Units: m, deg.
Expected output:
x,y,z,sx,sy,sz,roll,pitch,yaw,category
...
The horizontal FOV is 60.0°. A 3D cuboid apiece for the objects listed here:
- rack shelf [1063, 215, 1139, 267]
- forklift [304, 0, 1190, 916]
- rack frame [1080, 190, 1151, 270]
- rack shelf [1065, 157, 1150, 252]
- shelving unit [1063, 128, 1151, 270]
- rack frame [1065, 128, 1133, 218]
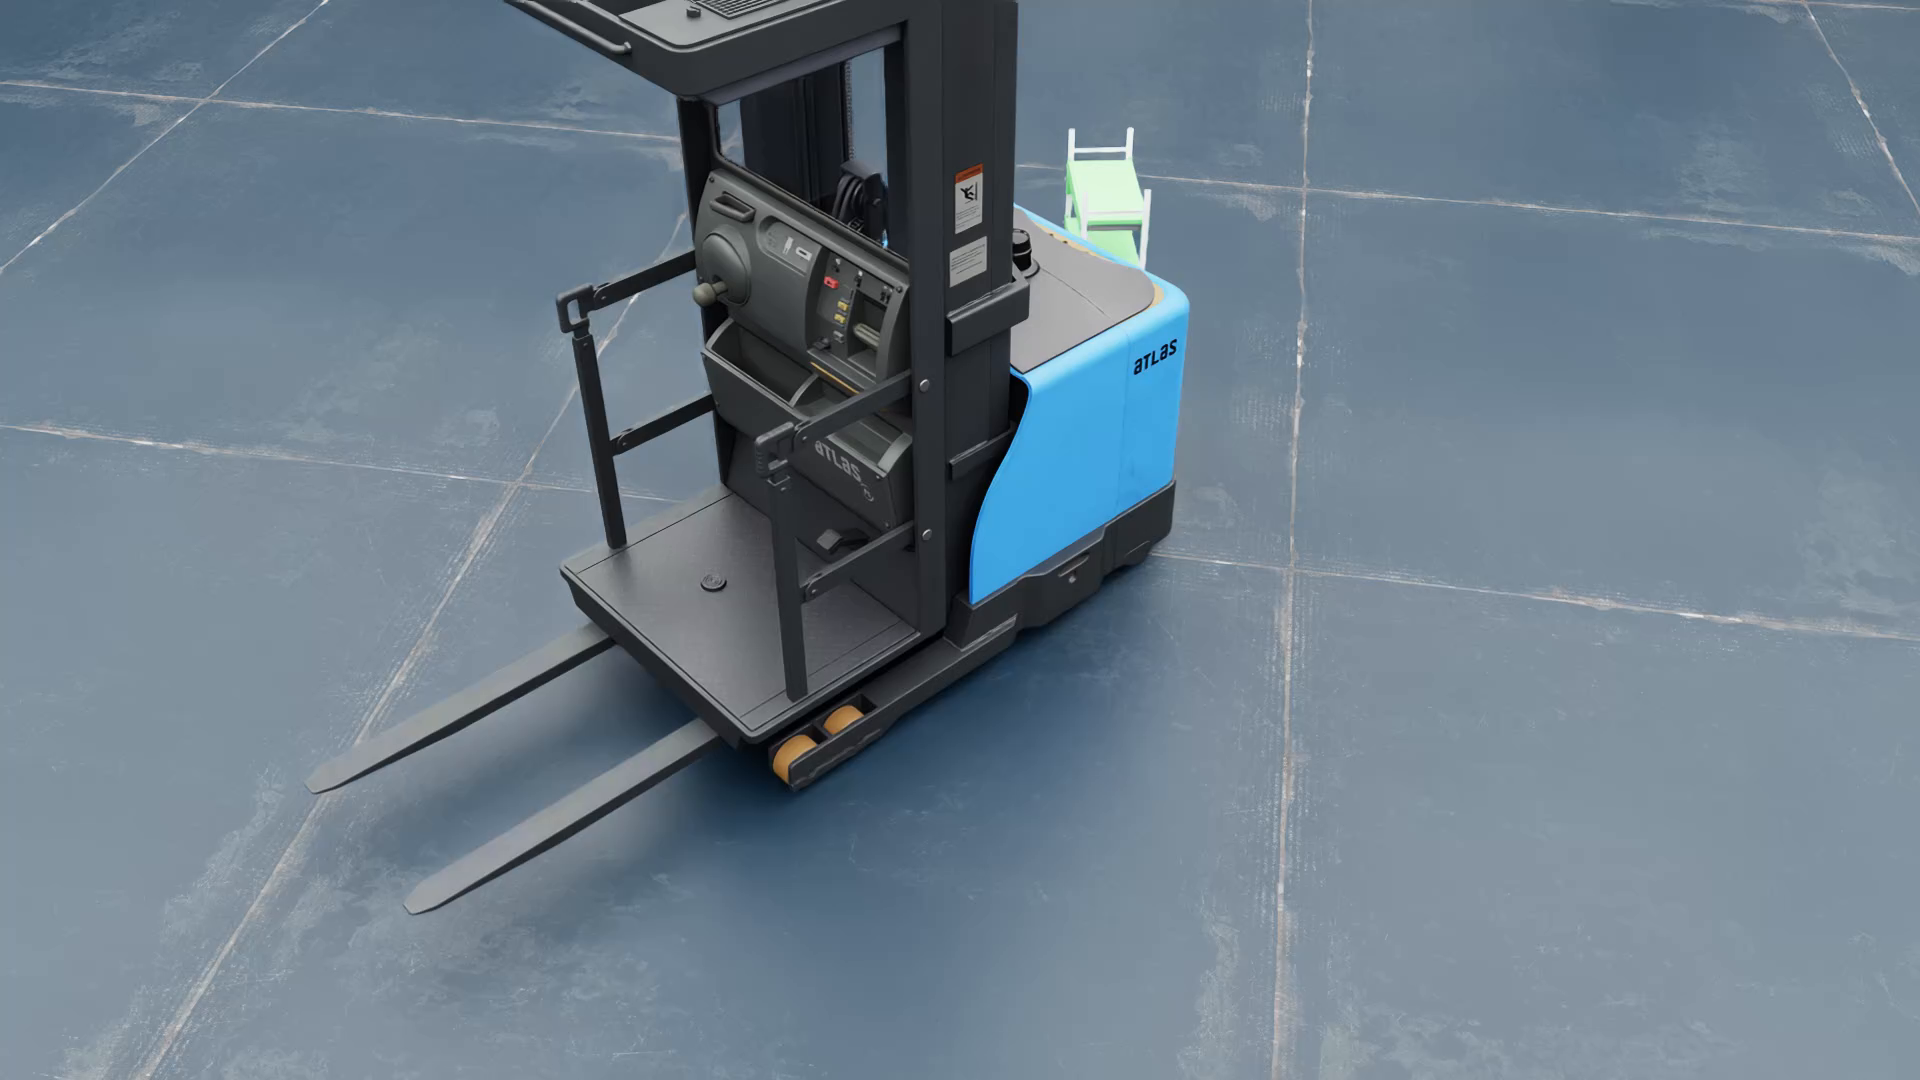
x,y,z,sx,sy,sz,roll,pitch,yaw,category
0.541,-1.055,6.308,0.258,0.148,0.480,-2,40,-2,rack shelf
-0.639,-0.720,4.821,3.031,2.935,1.130,-30,48,-31,forklift
0.552,-0.764,6.232,0.240,1.200,0.015,-2,40,-2,rack frame
0.541,-1.240,6.155,0.258,0.148,0.480,-2,40,-2,rack shelf
0.541,-0.919,6.420,0.258,1.200,0.503,-2,40,-2,shelving unit
0.529,-1.075,6.608,0.240,1.200,0.015,-2,40,-2,rack frame
